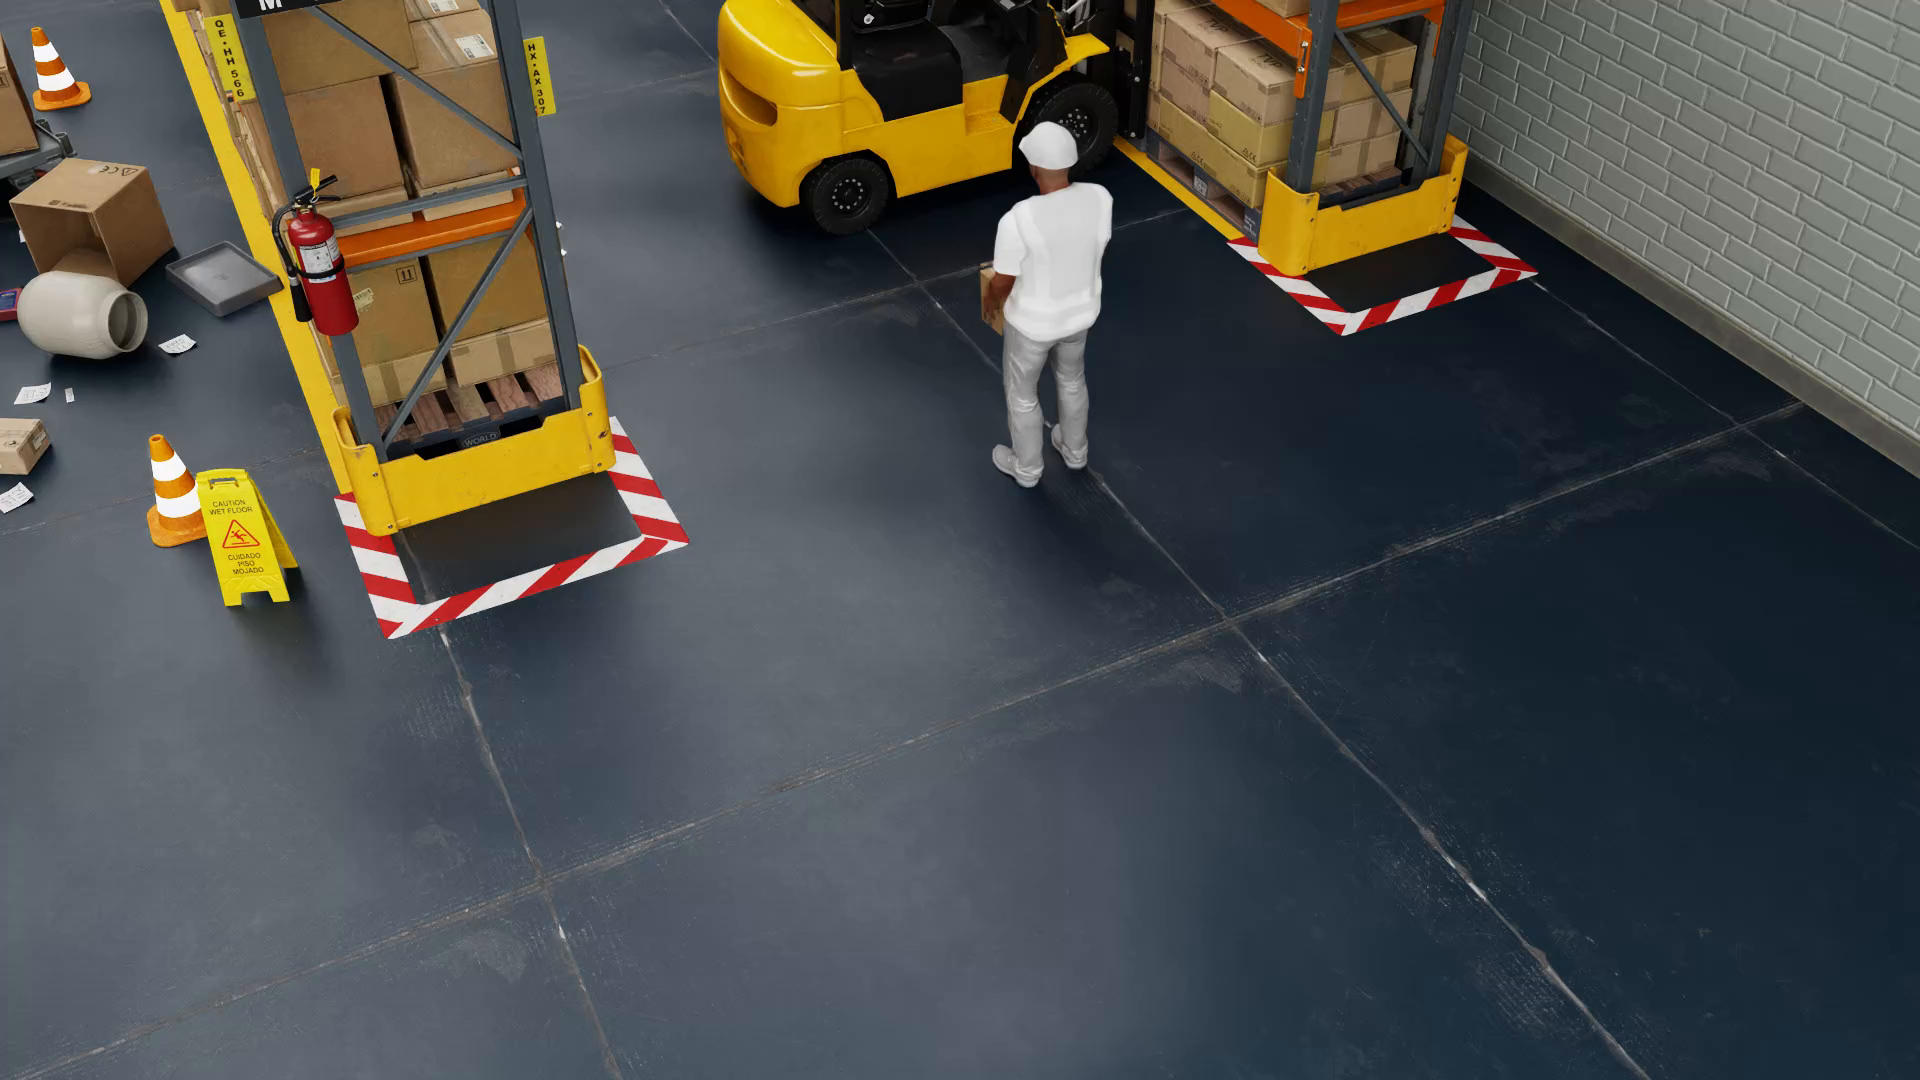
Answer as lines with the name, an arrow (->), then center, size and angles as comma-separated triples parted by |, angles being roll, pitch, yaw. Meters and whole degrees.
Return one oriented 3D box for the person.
person -> 0.371, -1.023, 7.317 | 0.572, 1.766, 0.470 | -20, 45, -21
